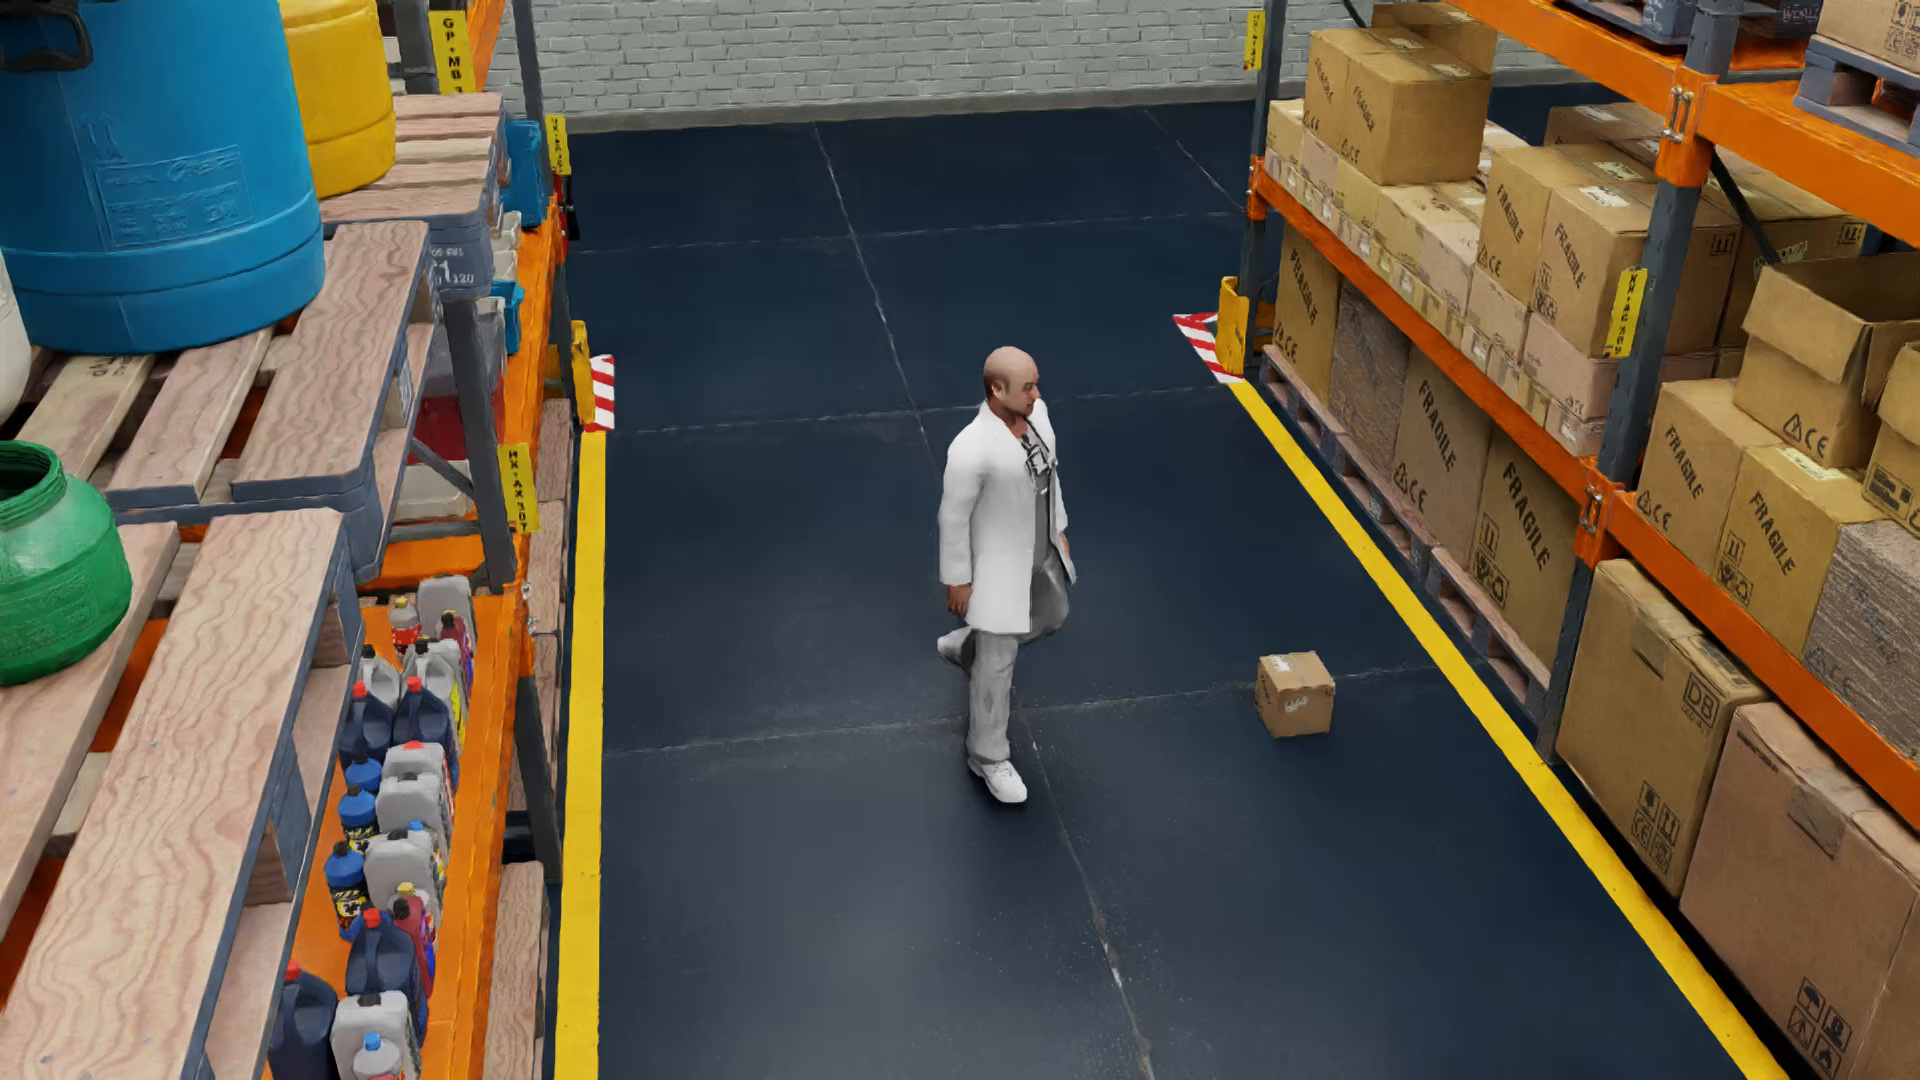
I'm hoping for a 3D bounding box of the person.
[{"bbox_3d":[0.127,0.067,6.498,0.704,1.770,0.672,18,35,28],"label":"person"}]
